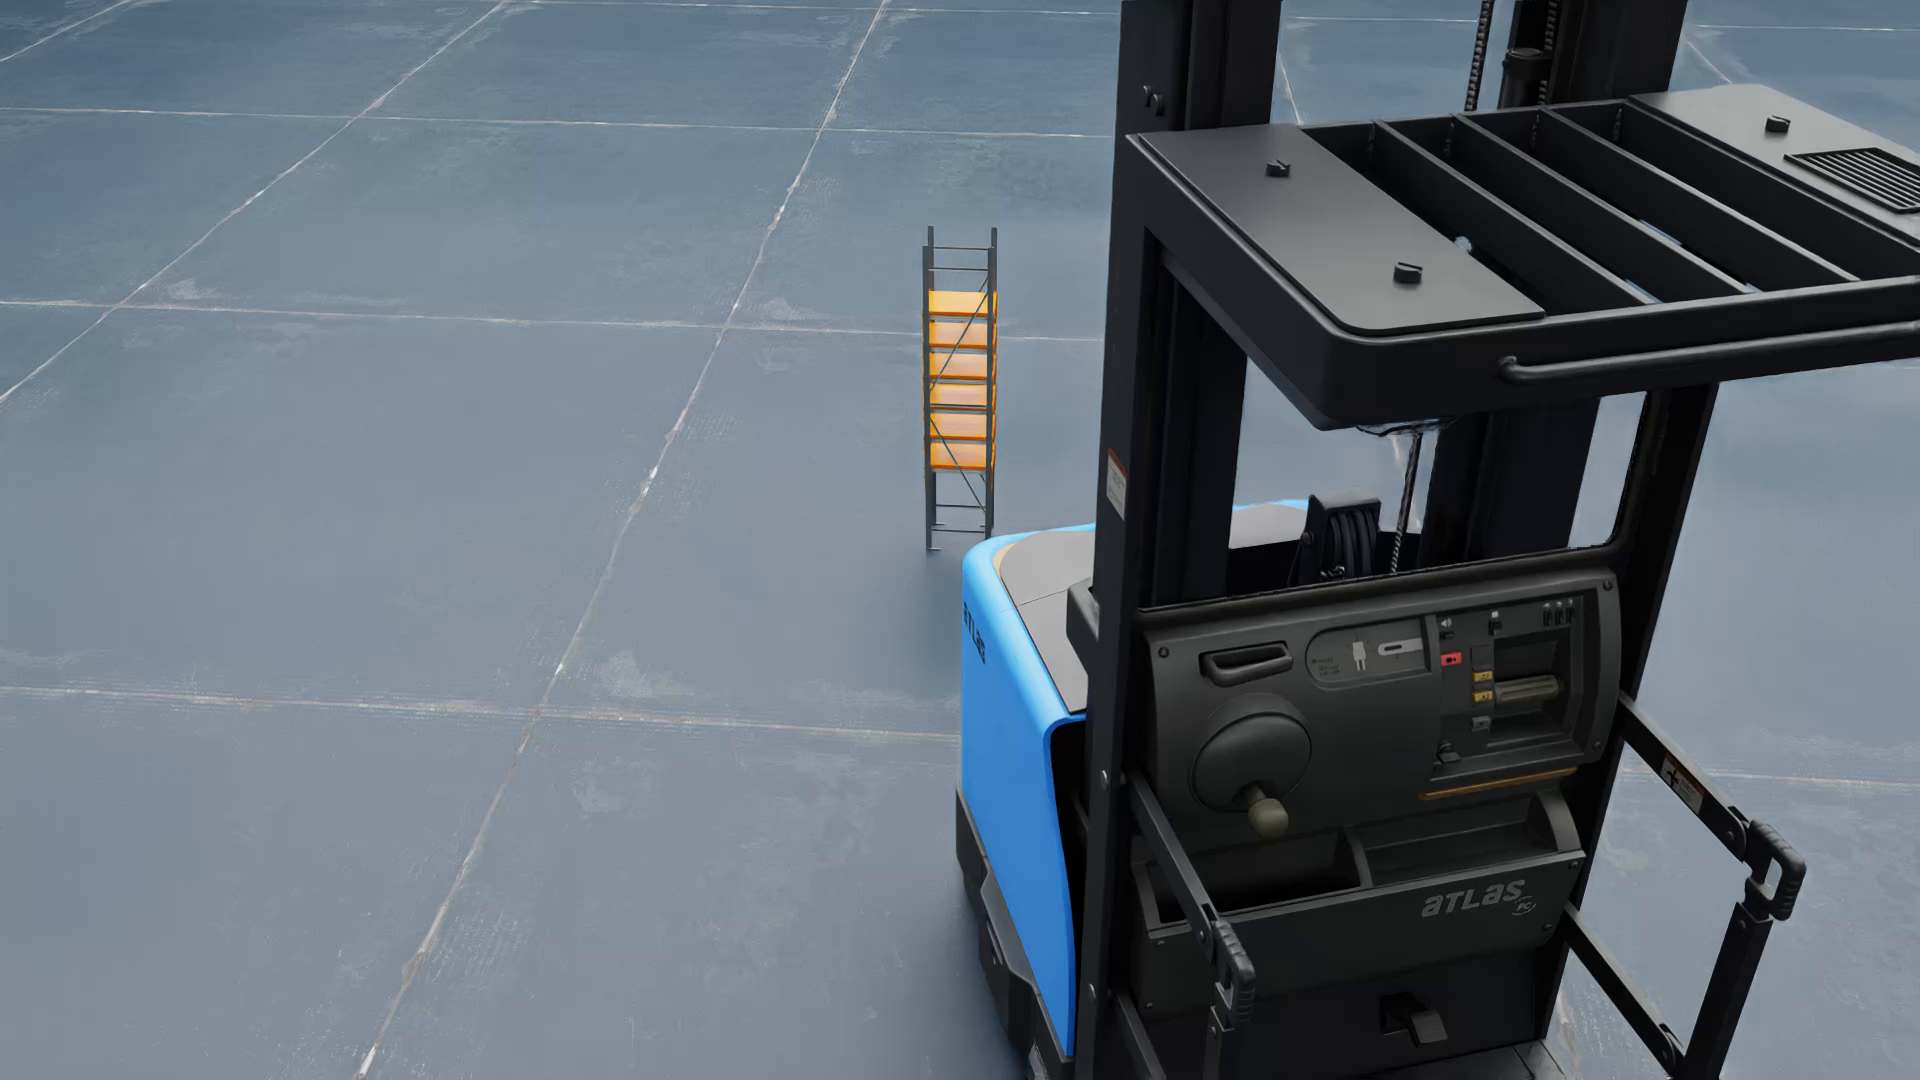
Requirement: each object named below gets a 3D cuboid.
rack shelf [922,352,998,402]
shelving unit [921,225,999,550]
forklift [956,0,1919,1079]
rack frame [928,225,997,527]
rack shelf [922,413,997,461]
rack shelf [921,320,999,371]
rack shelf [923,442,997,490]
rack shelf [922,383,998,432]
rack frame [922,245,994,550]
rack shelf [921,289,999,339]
[{"bbox_3d":[0.001,-0.583,5.908,0.258,0.103,0.180,2,32,4],"label":"rack shelf"},{"bbox_3d":[0.001,-0.518,5.947,0.258,1.200,0.189,2,32,4],"label":"shelving unit"},{"bbox_3d":[0.846,0.352,2.886,1.130,2.935,3.031,-8,32,-12],"label":"forklift"},{"bbox_3d":[0.009,-0.566,6.025,0.240,1.200,0.006,2,32,4],"label":"rack frame"},{"bbox_3d":[0.001,-0.378,6.034,0.258,0.103,0.180,2,32,4],"label":"rack shelf"},{"bbox_3d":[0.001,-0.685,5.845,0.258,0.103,0.180,2,32,4],"label":"rack shelf"},{"bbox_3d":[0.001,-0.276,6.097,0.258,0.103,0.180,2,32,4],"label":"rack shelf"},{"bbox_3d":[0.001,-0.481,5.971,0.258,0.103,0.180,2,32,4],"label":"rack shelf"},{"bbox_3d":[-0.006,-0.471,5.870,0.240,1.200,0.006,2,32,4],"label":"rack frame"},{"bbox_3d":[0.001,-0.787,5.782,0.258,0.103,0.180,2,32,4],"label":"rack shelf"}]
